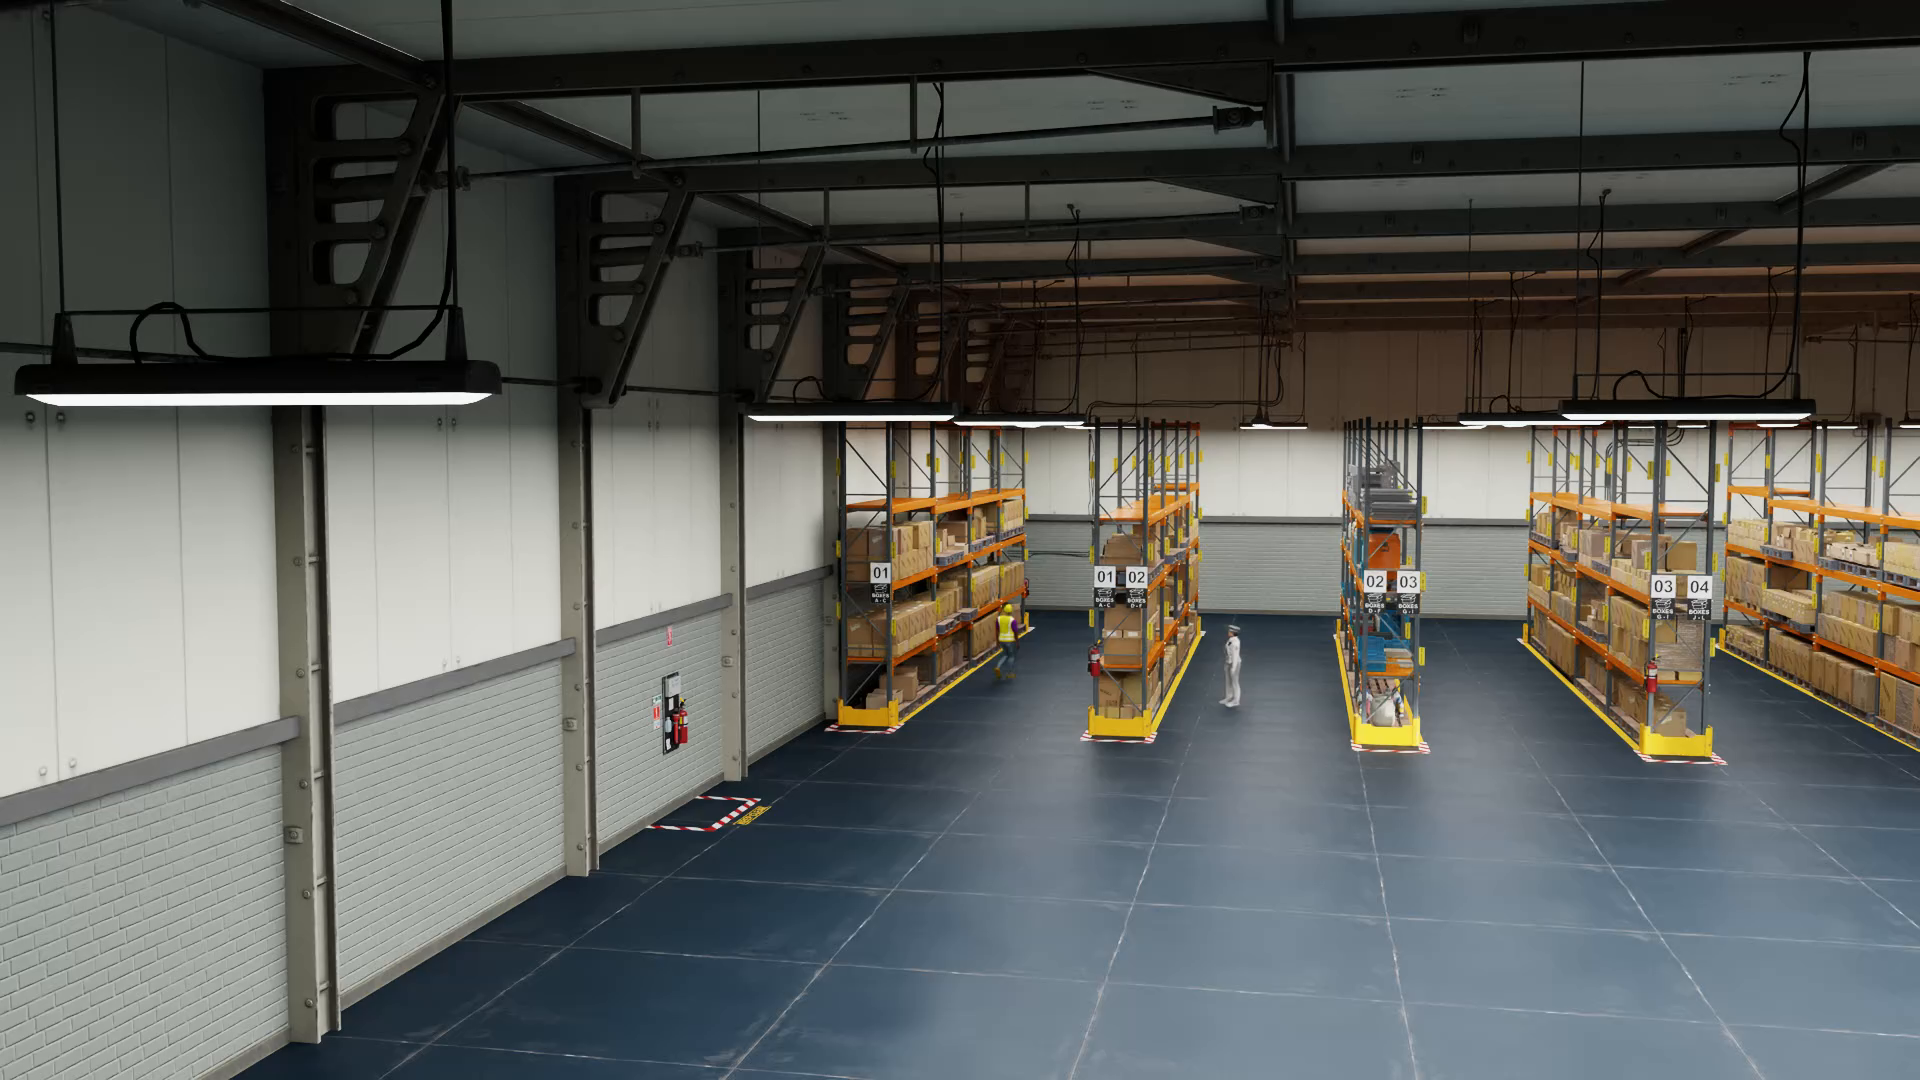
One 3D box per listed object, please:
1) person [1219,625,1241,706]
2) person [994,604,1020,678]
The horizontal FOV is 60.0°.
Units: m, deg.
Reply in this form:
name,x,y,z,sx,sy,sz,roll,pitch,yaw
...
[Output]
name,x,y,z,sx,sy,sz,roll,pitch,yaw
person,5.668,2.613,34.790,0.397,1.683,0.531,-1,4,-14
person,1.082,2.337,38.291,0.542,1.733,0.572,-3,5,-39
